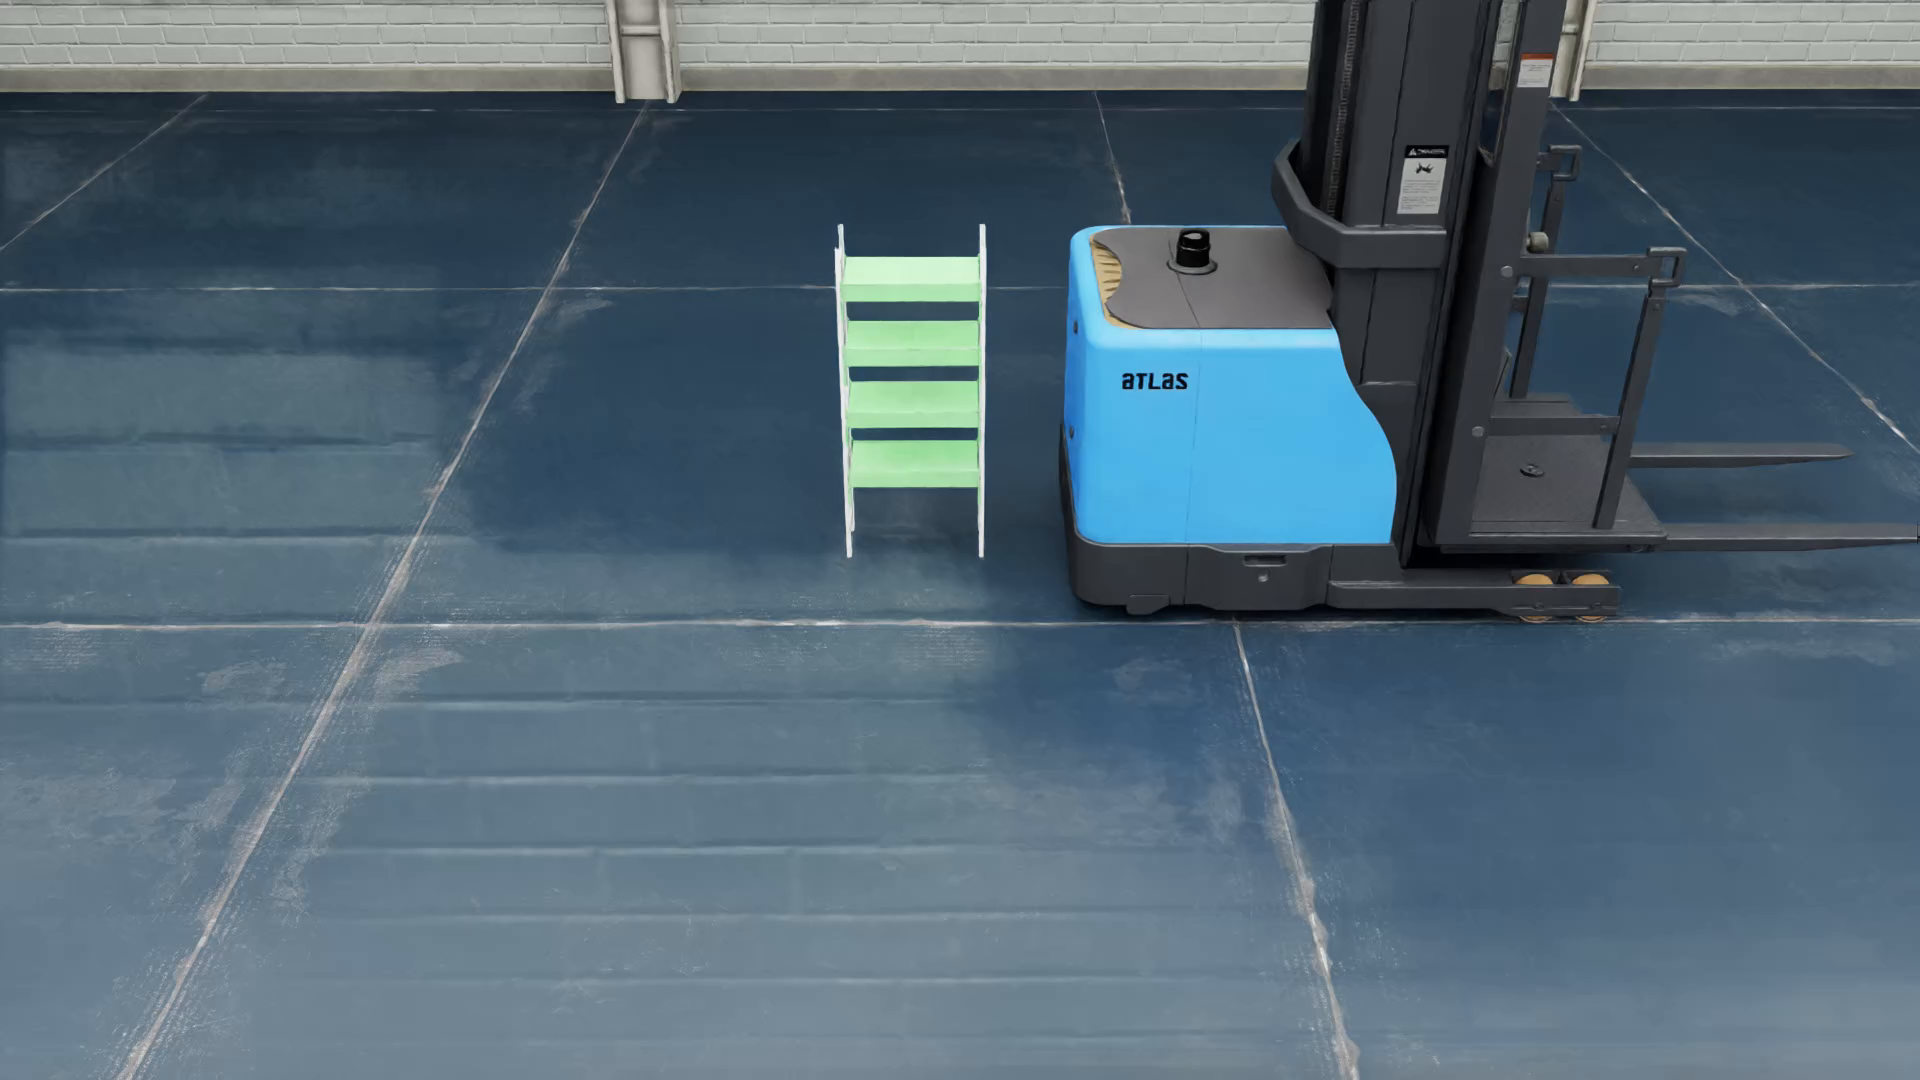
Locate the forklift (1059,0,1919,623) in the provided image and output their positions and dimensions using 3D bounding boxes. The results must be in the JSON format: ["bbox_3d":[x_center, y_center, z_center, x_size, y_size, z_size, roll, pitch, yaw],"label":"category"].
[{"bbox_3d":[1.905,-1.242,5.472,3.031,2.935,1.130,0,31,0],"label":"forklift"}]

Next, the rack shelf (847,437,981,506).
[{"bbox_3d":[-0.166,-0.253,6.096,0.480,0.148,0.258,0,31,0],"label":"rack shelf"}]

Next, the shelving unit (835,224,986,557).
[{"bbox_3d":[-0.166,-0.512,5.938,0.503,1.200,0.258,0,31,0],"label":"shelving unit"}]

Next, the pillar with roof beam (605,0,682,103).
[{"bbox_3d":[-2.059,-4.593,5.146,0.400,9.000,9.100,0,31,0],"label":"pillar with roof beam"}]

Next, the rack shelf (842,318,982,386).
[{"bbox_3d":[-0.166,-0.663,5.847,0.480,0.148,0.258,0,31,0],"label":"rack shelf"}]

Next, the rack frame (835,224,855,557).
[{"bbox_3d":[-0.410,-0.512,5.937,0.015,1.200,0.240,0,31,0],"label":"rack frame"}]

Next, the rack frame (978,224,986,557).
[{"bbox_3d":[0.078,-0.513,5.939,0.015,1.200,0.240,0,31,0],"label":"rack frame"}]

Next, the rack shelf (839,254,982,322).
[{"bbox_3d":[-0.166,-0.868,5.722,0.480,0.148,0.258,0,31,0],"label":"rack shelf"}]

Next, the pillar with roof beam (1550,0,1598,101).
[{"bbox_3d":[3.941,-4.612,5.176,0.400,9.000,9.100,0,31,0],"label":"pillar with roof beam"}]

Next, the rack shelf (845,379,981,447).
[{"bbox_3d":[-0.166,-0.458,5.971,0.480,0.148,0.258,0,31,0],"label":"rack shelf"}]
